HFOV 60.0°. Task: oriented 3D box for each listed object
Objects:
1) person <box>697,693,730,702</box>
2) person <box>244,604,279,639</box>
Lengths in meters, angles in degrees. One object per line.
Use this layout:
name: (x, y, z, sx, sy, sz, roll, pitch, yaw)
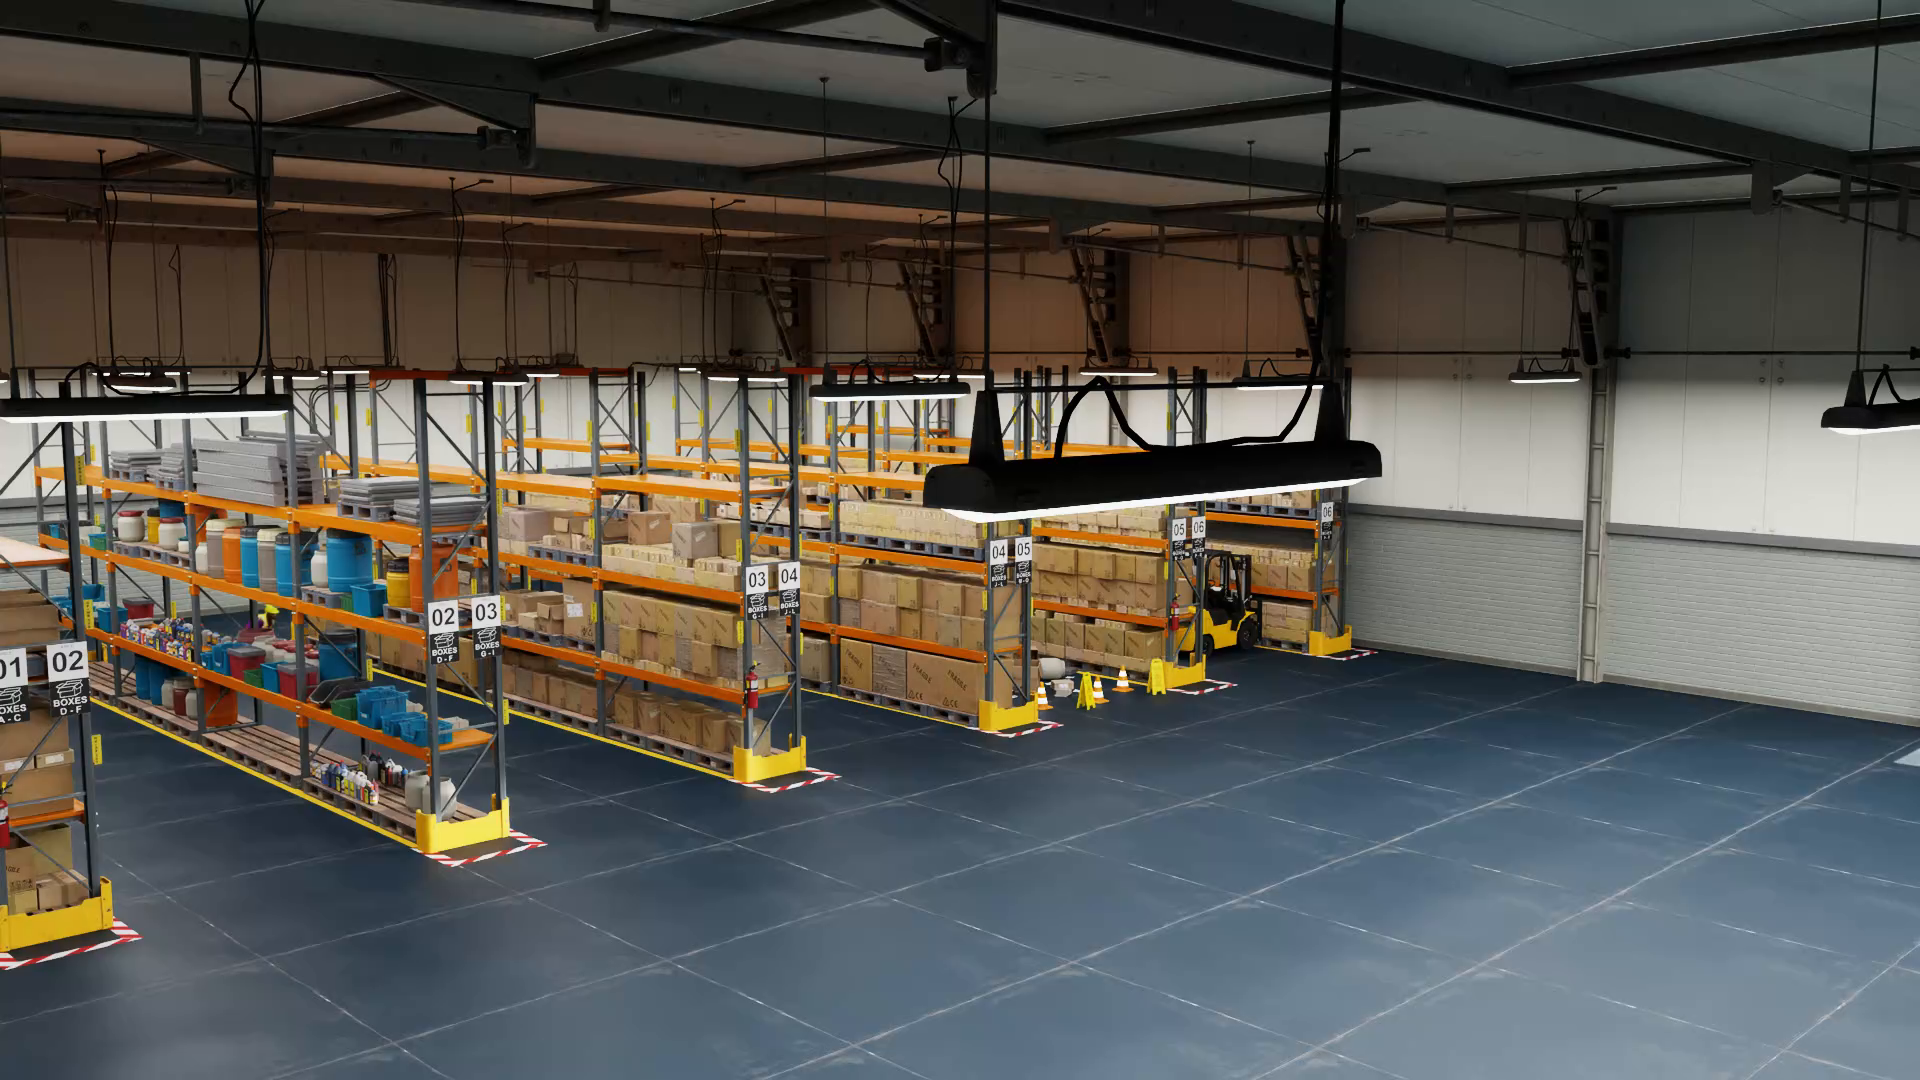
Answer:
person: (-4.475, 2.103, 30.178, 0.778, 1.682, 0.647, 3, 7, 26)
person: (-13.395, 1.988, 31.714, 0.960, 1.561, 0.724, 2, 7, 17)
